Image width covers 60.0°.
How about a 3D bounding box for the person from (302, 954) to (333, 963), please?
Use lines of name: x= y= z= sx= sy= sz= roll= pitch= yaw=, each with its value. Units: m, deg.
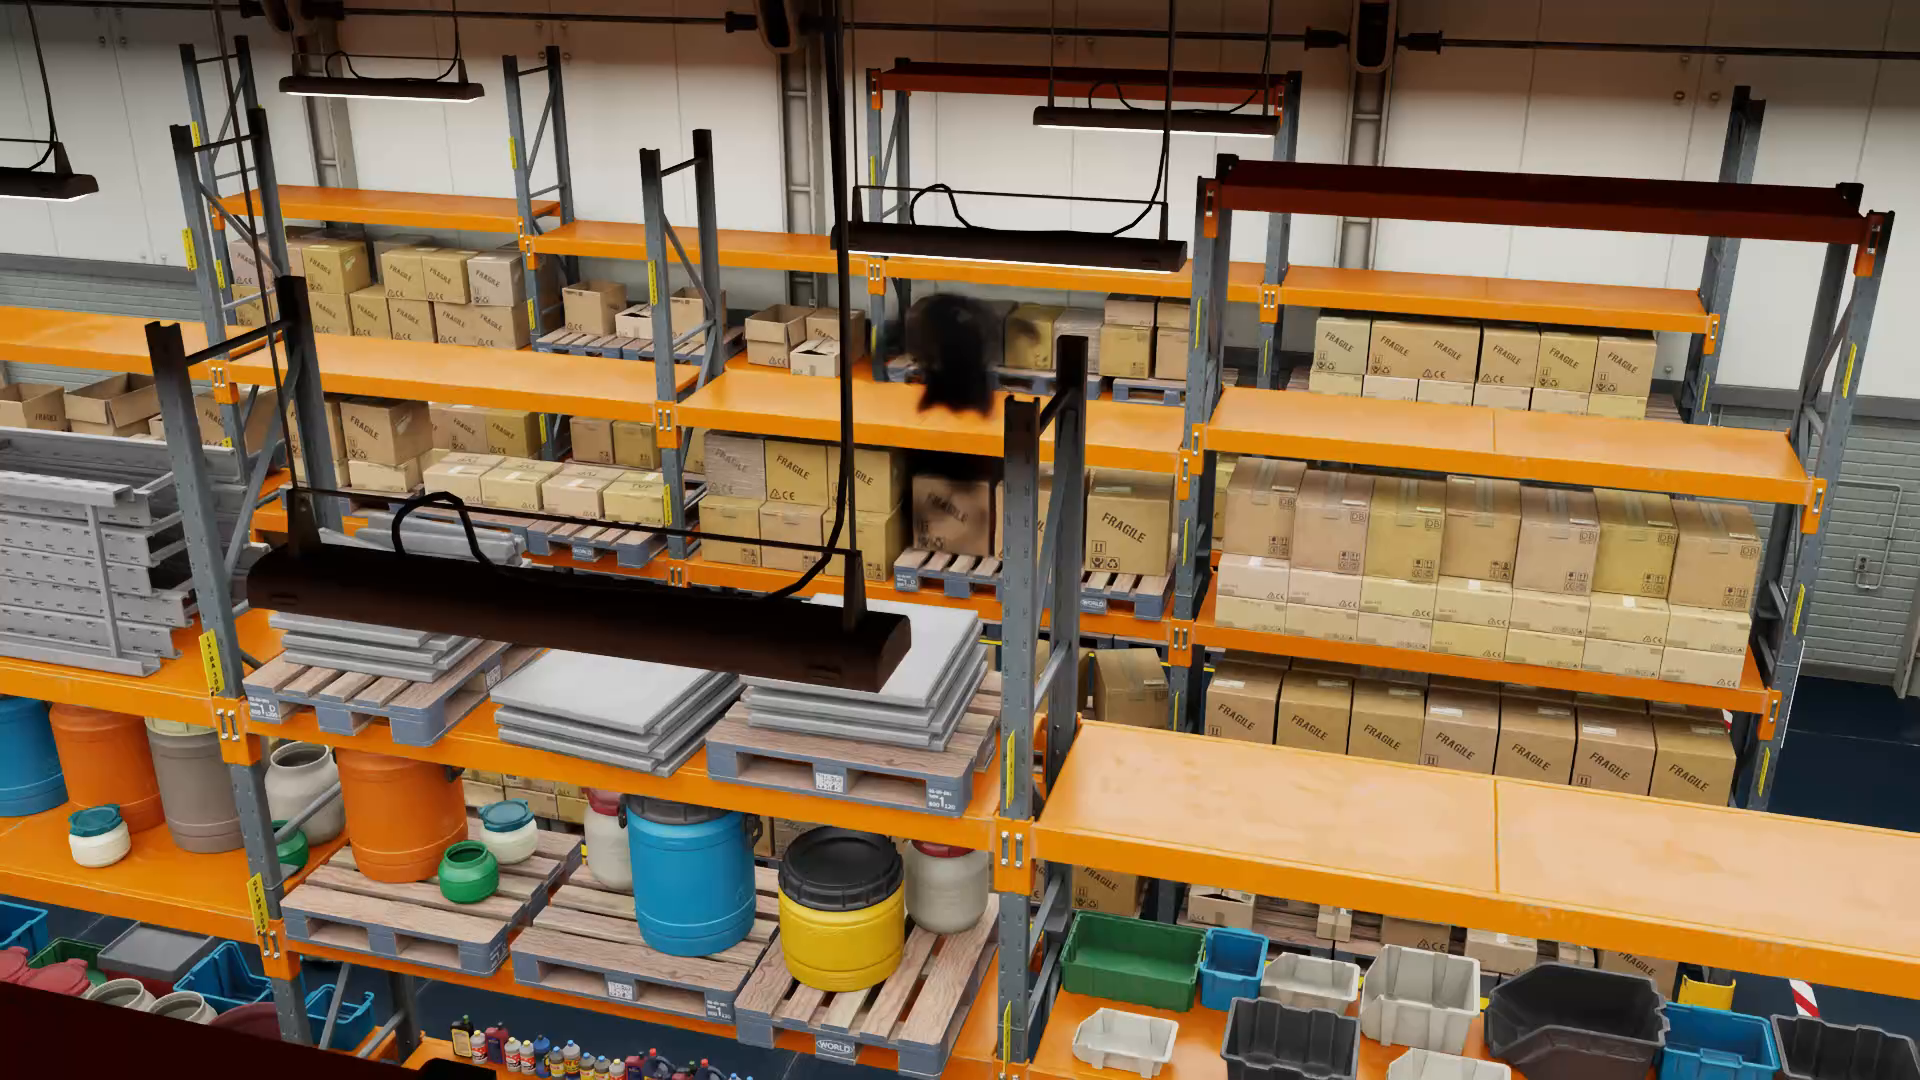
person: x=-5.360 y=2.484 z=12.671 sx=1.129 sy=1.576 sz=0.708 roll=10 pitch=25 yaw=23
